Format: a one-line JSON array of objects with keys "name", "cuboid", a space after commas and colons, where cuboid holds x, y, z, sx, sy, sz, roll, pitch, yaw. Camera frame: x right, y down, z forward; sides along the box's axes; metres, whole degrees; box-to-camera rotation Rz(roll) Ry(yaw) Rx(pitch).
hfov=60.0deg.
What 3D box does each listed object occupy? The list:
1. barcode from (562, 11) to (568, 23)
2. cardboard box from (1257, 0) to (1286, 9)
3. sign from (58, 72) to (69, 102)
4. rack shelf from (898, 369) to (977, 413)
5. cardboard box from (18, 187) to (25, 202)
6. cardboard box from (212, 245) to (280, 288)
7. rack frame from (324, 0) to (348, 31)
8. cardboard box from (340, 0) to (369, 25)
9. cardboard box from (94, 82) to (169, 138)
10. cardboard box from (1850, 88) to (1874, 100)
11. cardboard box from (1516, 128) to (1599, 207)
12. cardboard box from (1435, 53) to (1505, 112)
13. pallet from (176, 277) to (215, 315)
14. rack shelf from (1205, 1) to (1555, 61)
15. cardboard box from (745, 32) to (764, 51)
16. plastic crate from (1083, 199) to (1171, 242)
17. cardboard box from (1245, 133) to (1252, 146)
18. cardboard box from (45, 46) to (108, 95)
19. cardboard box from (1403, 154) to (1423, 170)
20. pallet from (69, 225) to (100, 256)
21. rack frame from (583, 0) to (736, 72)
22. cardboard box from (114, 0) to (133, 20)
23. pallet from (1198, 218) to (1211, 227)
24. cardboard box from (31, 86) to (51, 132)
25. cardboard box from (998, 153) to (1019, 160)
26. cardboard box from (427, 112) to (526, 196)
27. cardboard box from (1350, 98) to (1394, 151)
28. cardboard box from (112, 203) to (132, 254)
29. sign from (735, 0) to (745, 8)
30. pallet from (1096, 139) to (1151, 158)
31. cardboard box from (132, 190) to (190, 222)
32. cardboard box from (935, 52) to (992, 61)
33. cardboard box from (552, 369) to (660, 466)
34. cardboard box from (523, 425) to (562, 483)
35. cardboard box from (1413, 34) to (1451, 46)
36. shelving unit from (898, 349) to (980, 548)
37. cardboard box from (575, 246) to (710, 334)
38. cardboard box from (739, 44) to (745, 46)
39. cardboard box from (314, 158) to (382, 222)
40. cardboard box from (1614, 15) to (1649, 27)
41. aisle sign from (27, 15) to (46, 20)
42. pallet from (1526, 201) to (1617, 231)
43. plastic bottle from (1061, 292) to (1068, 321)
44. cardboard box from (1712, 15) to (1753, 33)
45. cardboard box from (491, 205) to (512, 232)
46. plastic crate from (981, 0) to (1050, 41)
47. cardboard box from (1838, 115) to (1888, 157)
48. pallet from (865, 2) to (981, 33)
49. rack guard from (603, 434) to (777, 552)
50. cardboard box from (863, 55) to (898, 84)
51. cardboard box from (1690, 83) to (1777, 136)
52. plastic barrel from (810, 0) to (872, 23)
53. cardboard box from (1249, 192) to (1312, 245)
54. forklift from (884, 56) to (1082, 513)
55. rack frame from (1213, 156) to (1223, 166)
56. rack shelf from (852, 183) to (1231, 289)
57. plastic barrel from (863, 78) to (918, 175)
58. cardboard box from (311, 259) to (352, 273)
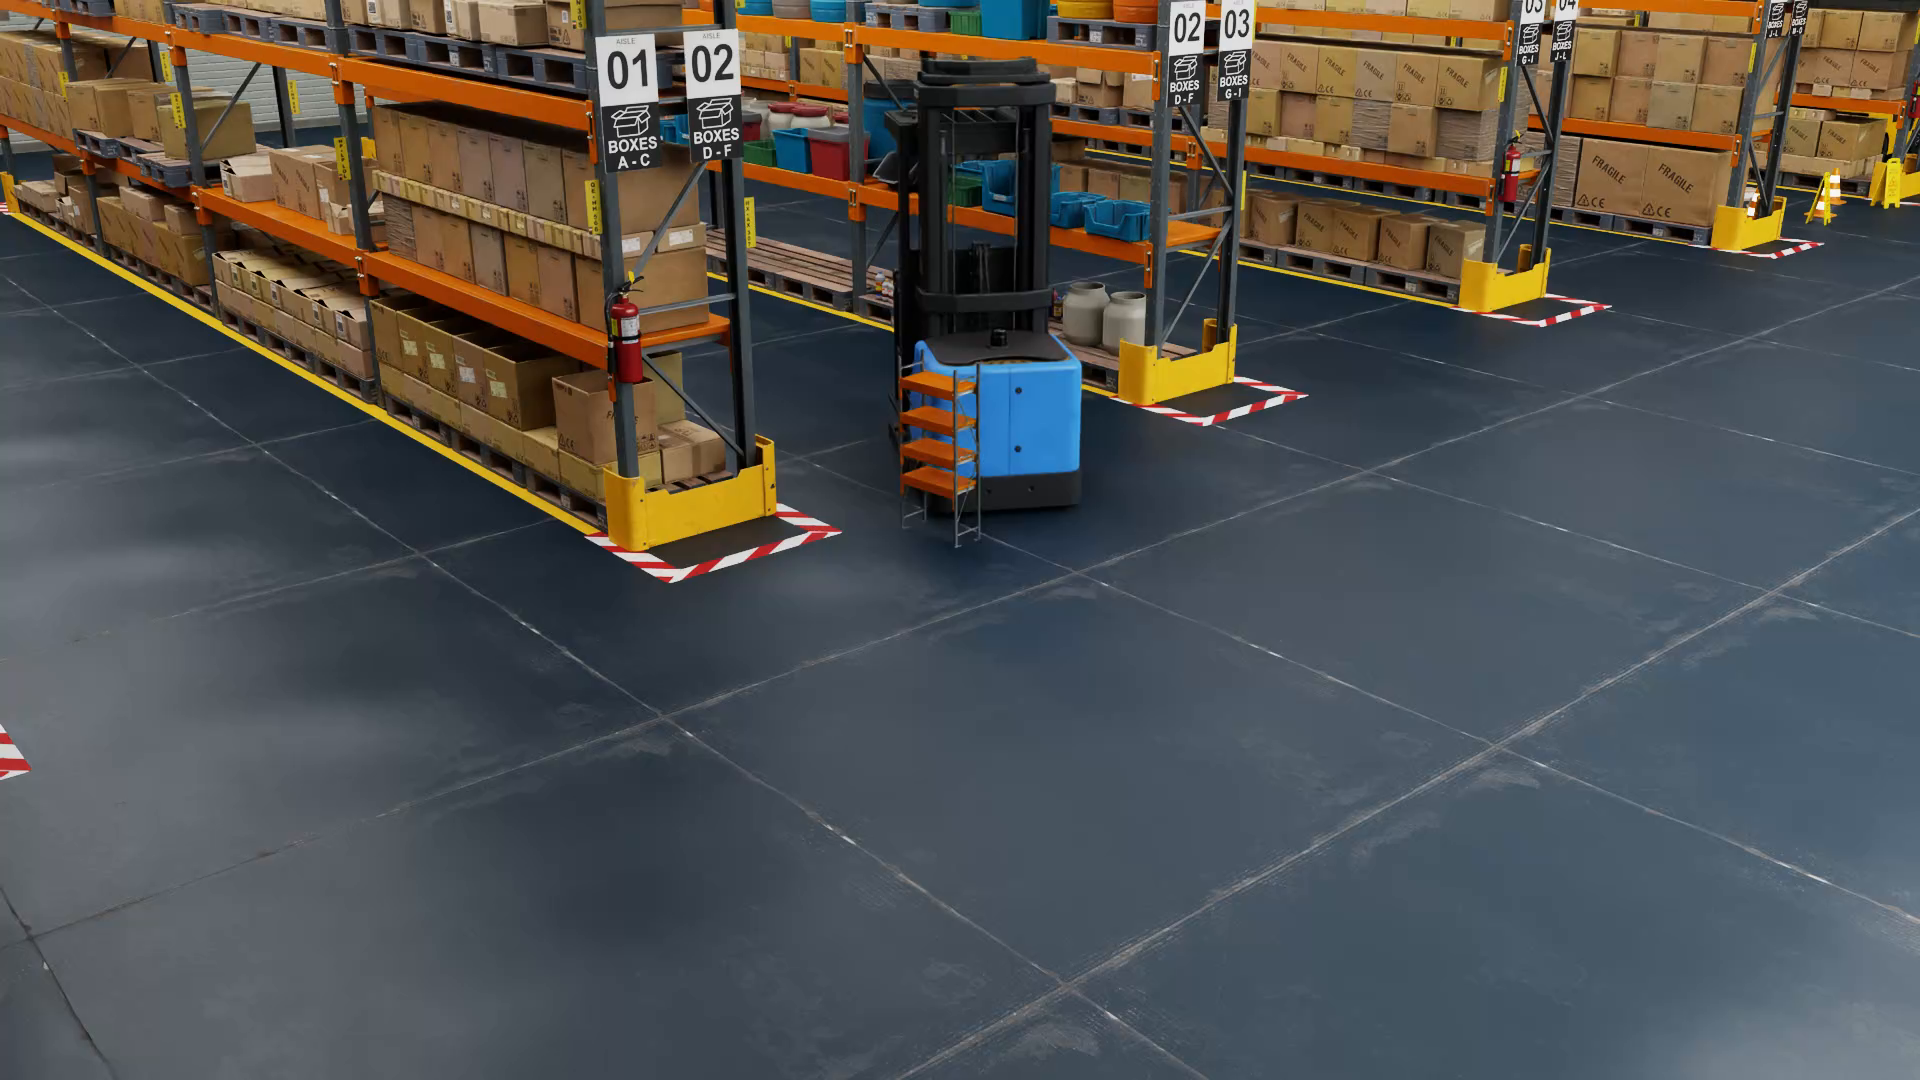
[{"name": "barcode", "cuboid": [-2.371, -3.139, 9.977, 0.001, 0.075, 0.075, -17, 27, -37]}, {"name": "cardboard box", "cuboid": [3.537, -5.963, 18.188, 0.500, 0.250, 0.500, -18, 28, -38]}, {"name": "sign", "cuboid": [-10.047, -5.091, 18.682, 0.100, 0.325, 0.005, -17, 27, -37]}, {"name": "rack shelf", "cuboid": [-0.136, -0.964, 10.720, 0.480, 0.148, 0.258, 18, 28, 39]}, {"name": "cardboard box", "cuboid": [-12.076, -4.543, 21.753, 0.380, 0.166, 0.250, -17, 27, -37]}, {"name": "cardboard box", "cuboid": [-6.911, -2.676, 16.128, 0.500, 0.311, 0.500, -16, 27, -36]}, {"name": "rack frame", "cuboid": [-4.419, -5.402, 12.438, 1.000, 3.000, 0.127, -17, 27, -37]}, {"name": "cardboard box", "cuboid": [-4.290, -4.111, 12.349, 0.500, 0.500, 0.500, -15, 26, -33]}, {"name": "cardboard box", "cuboid": [-9.004, -4.702, 18.164, 0.700, 0.500, 0.500, -13, 25, -29]}, {"name": "cardboard box", "cuboid": [12.551, -6.199, 23.043, 0.380, 0.149, 0.250, -18, 28, -38]}, {"name": "cardboard box", "cuboid": [7.860, -4.887, 21.685, 0.875, 0.875, 0.875, -17, 27, -37]}, {"name": "cardboard box", "cuboid": [5.153, -4.605, 16.712, 0.500, 0.500, 0.500, -17, 27, -37]}, {"name": "pallet", "cuboid": [-7.489, -2.631, 17.412, 1.003, 0.211, 1.213, -17, 27, -37]}, {"name": "rack shelf", "cuboid": [4.394, -5.475, 17.724, 1.077, 0.370, 4.000, -17, 27, -37]}, {"name": "cardboard box", "cuboid": [-2.960, -7.797, 25.548, 0.500, 0.500, 0.500, -17, 27, -37]}, {"name": "plastic crate", "cuboid": [1.393, -2.680, 13.917, 0.499, 0.251, 0.616, -17, 27, -37]}, {"name": "cardboard box", "cuboid": [3.338, -4.584, 18.918, 0.380, 0.149, 0.250, -17, 27, -37]}, {"name": "cardboard box", "cuboid": [-10.167, -5.409, 19.174, 0.500, 0.500, 0.500, -17, 27, -37]}, {"name": "cardboard box", "cuboid": [4.840, -3.972, 17.358, 0.380, 0.149, 0.250, -17, 27, -37]}, {"name": "pallet", "cuboid": [-10.089, -3.711, 20.169, 1.003, 0.211, 1.213, -17, 27, -37]}, {"name": "rack frame", "cuboid": [-1.808, -4.297, 9.616, 1.000, 3.000, 0.127, -17, 27, -37]}, {"name": "cardboard box", "cuboid": [-8.013, -5.554, 16.802, 0.910, 0.500, 0.500, -17, 27, -37]}, {"name": "pallet", "cuboid": [2.579, -3.883, 20.607, 1.003, 0.211, 1.213, -17, 27, -37]}, {"name": "cardboard box", "cuboid": [-10.836, -5.226, 20.078, 0.500, 0.500, 0.500, -17, 27, -36]}, {"name": "cardboard box", "cuboid": [0.930, -4.932, 22.287, 0.700, 0.500, 0.500, -19, 28, -40]}, {"name": "cardboard box", "cuboid": [-3.468, -2.861, 12.259, 0.700, 0.500, 0.500, -17, 27, -37]}, {"name": "cardboard box", "cuboid": [4.650, -4.463, 17.720, 0.875, 0.500, 0.500, -17, 27, -37]}, {"name": "cardboard box", "cuboid": [-9.153, -3.524, 18.692, 0.500, 0.500, 0.500, -17, 27, -37]}, {"name": "sign", "cuboid": [-1.384, -3.475, 10.323, 0.100, 0.325, 0.005, -17, 27, -37]}, {"name": "pallet", "cuboid": [2.999, -6.479, 27.236, 1.003, 0.211, 1.213, -17, 27, -37]}, {"name": "cardboard box", "cuboid": [-8.529, -3.603, 17.866, 0.500, 0.250, 0.500, -18, 28, -38]}, {"name": "cardboard box", "cuboid": [0.012, -6.791, 22.697, 0.797, 0.503, 0.637, -16, 27, -36]}, {"name": "cardboard box", "cuboid": [-2.384, -0.846, 11.196, 0.500, 0.500, 0.500, -17, 27, -37]}, {"name": "cardboard box", "cuboid": [-2.717, -0.632, 11.680, 0.500, 0.250, 0.500, -17, 27, -37]}, {"name": "cardboard box", "cuboid": [6.583, -6.767, 22.640, 0.700, 0.500, 0.500, -18, 28, -38]}, {"name": "shelving unit", "cuboid": [-0.135, -0.598, 10.864, 0.503, 1.200, 0.258, 18, 28, 39]}, {"name": "cardboard box", "cuboid": [-2.103, -1.682, 11.029, 0.700, 0.500, 0.500, -17, 27, -37]}, {"name": "cardboard box", "cuboid": [-3.622, -7.729, 26.402, 0.500, 0.250, 0.500, -18, 28, -38]}, {"name": "cardboard box", "cuboid": [-5.252, -3.017, 14.437, 0.500, 0.500, 0.500, -15, 26, -34]}, {"name": "cardboard box", "cuboid": [10.507, -7.904, 25.930, 0.500, 0.500, 0.500, -17, 27, -36]}, {"name": "aisle sign", "cuboid": [-12.065, -7.227, 21.757, 0.394, 0.787, 0.004, -17, 27, -37]}, {"name": "pallet", "cuboid": [8.149, -4.255, 21.557, 1.003, 0.211, 1.213, -17, 27, -37]}, {"name": "plastic bottle", "cuboid": [0.999, -2.192, 15.604, 0.097, 0.271, 0.097, 0, 21, 0]}, {"name": "cardboard box", "cuboid": [11.343, -7.511, 24.132, 0.700, 0.500, 0.500, -18, 28, -39]}, {"name": "cardboard box", "cuboid": [-3.048, -2.270, 11.640, 0.380, 0.149, 0.250, -17, 27, -36]}, {"name": "plastic crate", "cuboid": [0.474, -4.526, 14.337, 0.392, 0.384, 0.575, -17, 27, -37]}, {"name": "cardboard box", "cuboid": [12.874, -5.780, 23.794, 0.500, 0.500, 0.500, -19, 28, -39]}, {"name": "pallet", "cuboid": [-0.119, -4.920, 15.578, 1.213, 0.211, 1.003, -17, 27, -37]}, {"name": "rack guard", "cuboid": [-1.792, -0.333, 11.150, 1.175, 0.500, 0.348, -17, 27, -37]}, {"name": "cardboard box", "cuboid": [-1.027, -6.618, 23.630, 0.500, 0.500, 0.500, -17, 27, -36]}, {"name": "cardboard box", "cuboid": [9.246, -5.175, 19.879, 0.875, 0.550, 0.550, -17, 27, -37]}, {"name": "plastic barrel", "cuboid": [-1.161, -5.506, 16.128, 0.600, 0.901, 0.708, -17, 27, -37]}, {"name": "cardboard box", "cuboid": [3.698, -3.721, 19.224, 0.500, 0.500, 0.500, -9, 23, -21]}, {"name": "forklift", "cuboid": [0.058, -2.050, 12.198, 1.130, 2.935, 3.031, -4, 22, -10]}, {"name": "rack frame", "cuboid": [4.301, -7.224, 25.315, 1.000, 3.000, 0.127, -17, 27, -37]}, {"name": "rack shelf", "cuboid": [0.641, -2.900, 15.261, 1.077, 0.370, 4.000, -17, 27, -37]}, {"name": "plastic barrel", "cuboid": [-0.687, -4.199, 16.905, 0.600, 0.901, 0.708, -17, 27, -37]}, {"name": "cardboard box", "cuboid": [-5.830, -2.522, 15.736, 0.500, 0.311, 0.500, -18, 27, -38]}]
